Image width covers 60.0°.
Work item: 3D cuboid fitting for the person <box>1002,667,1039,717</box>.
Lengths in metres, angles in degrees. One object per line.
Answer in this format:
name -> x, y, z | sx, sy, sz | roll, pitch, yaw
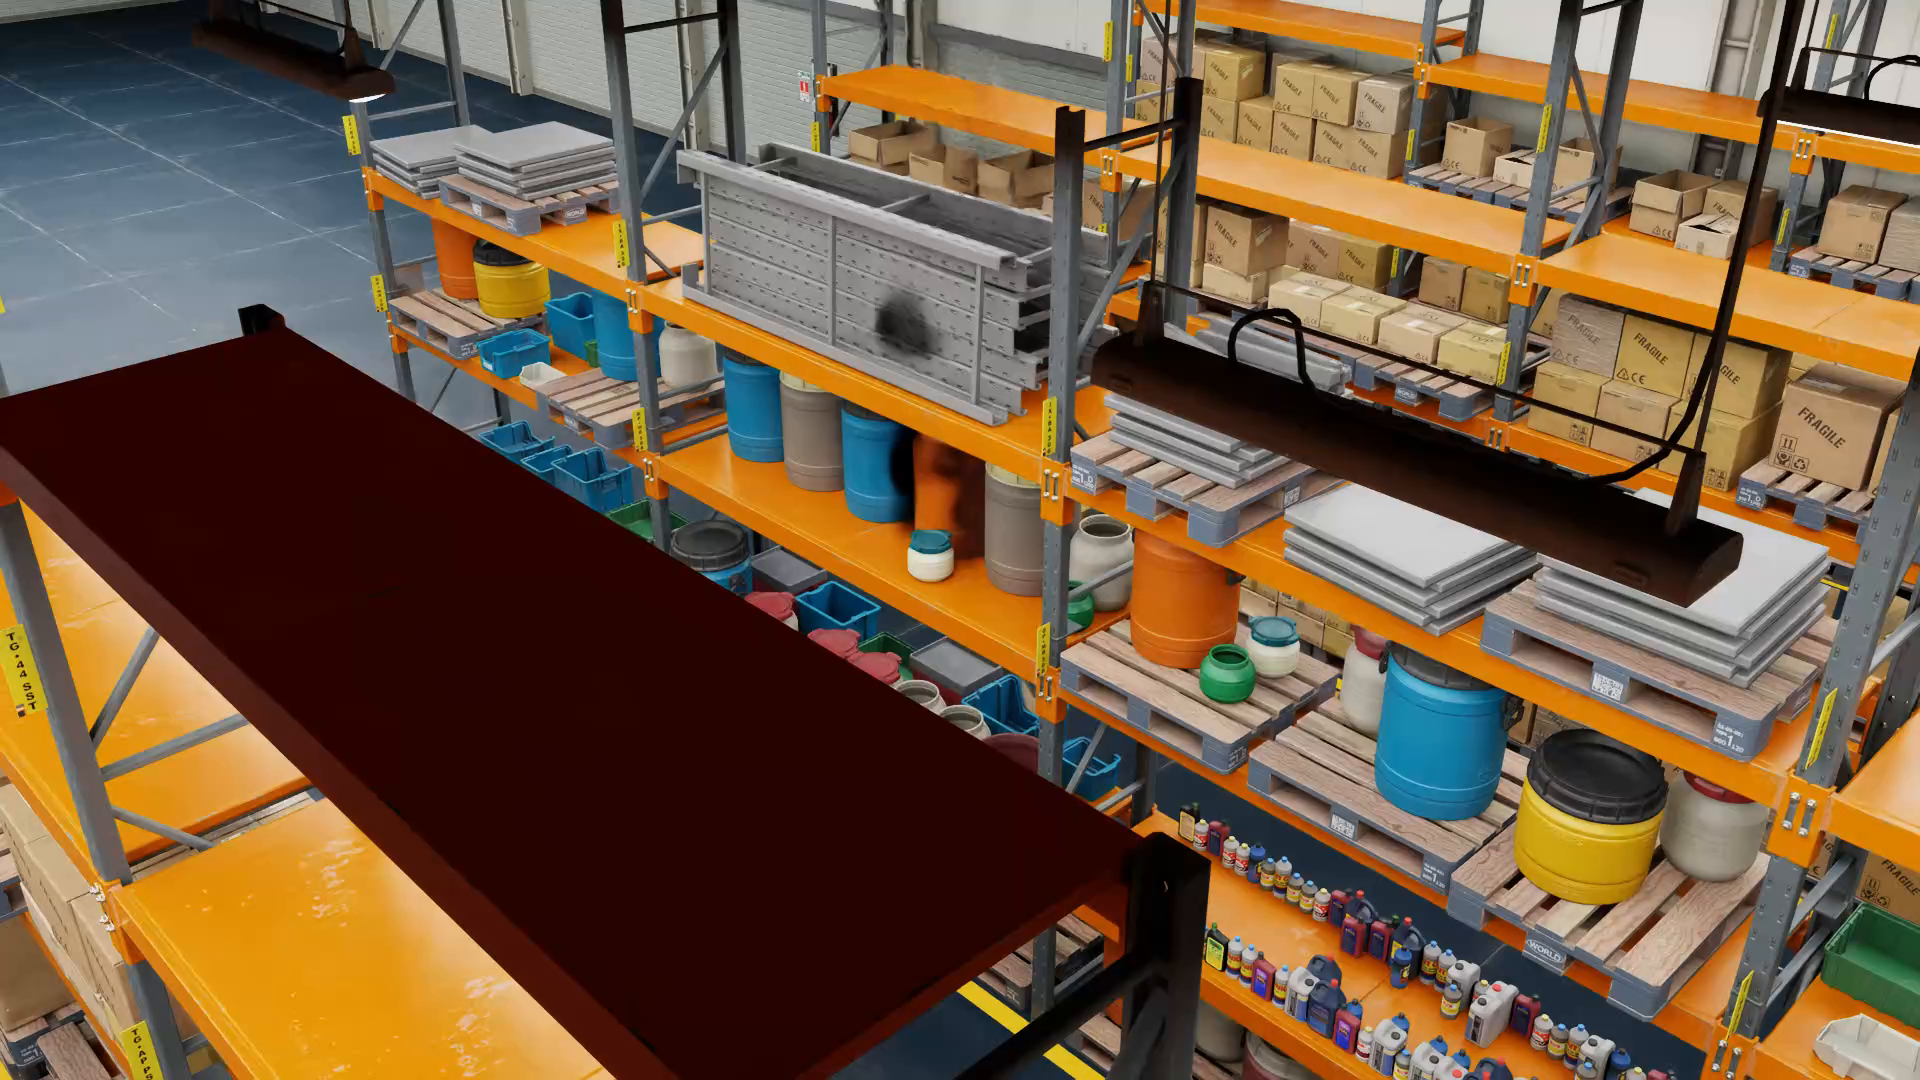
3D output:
person -> 0.463, 0.807, 13.482 | 0.653, 1.748, 0.921 | -24, 36, -37
